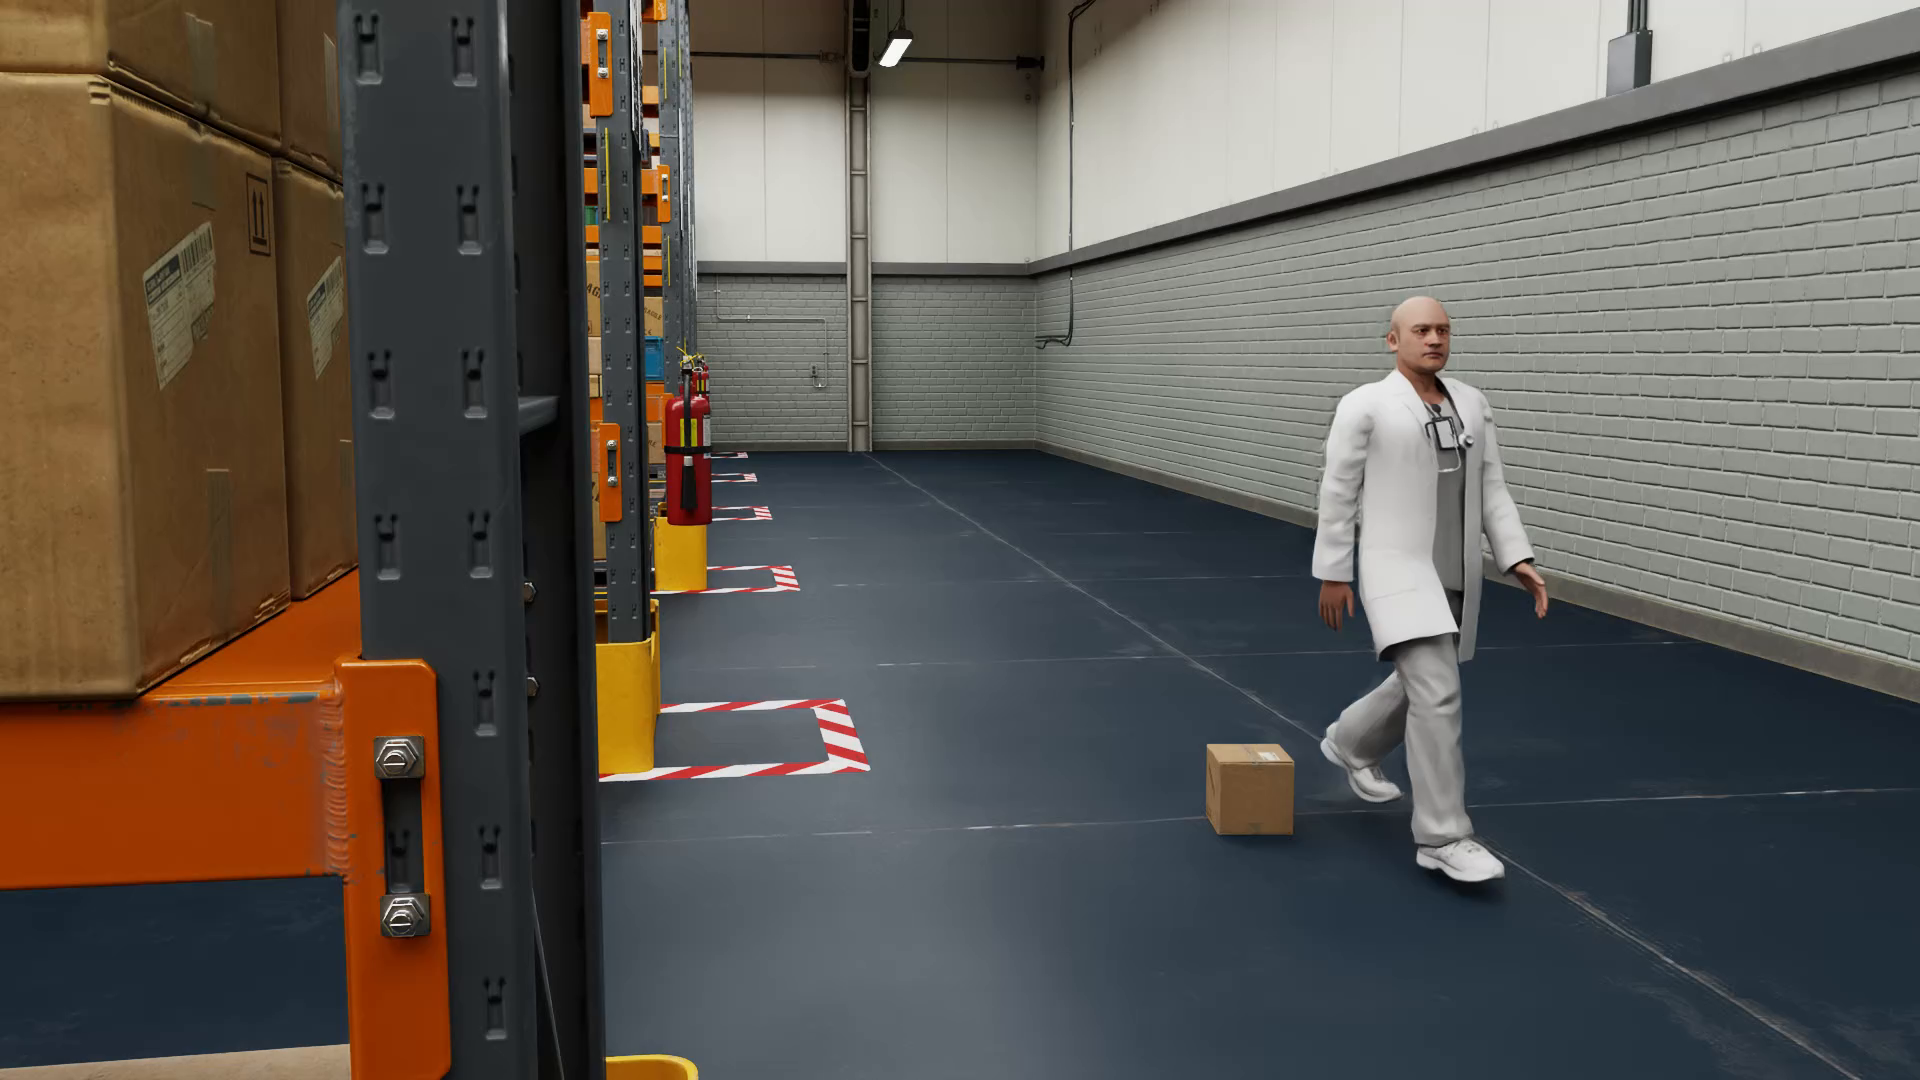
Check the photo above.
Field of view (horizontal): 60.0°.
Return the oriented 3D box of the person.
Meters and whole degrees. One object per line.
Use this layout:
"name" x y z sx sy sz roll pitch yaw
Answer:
"person" 1.446 0.106 5.256 0.598 1.733 1.101 -3 7 -23
